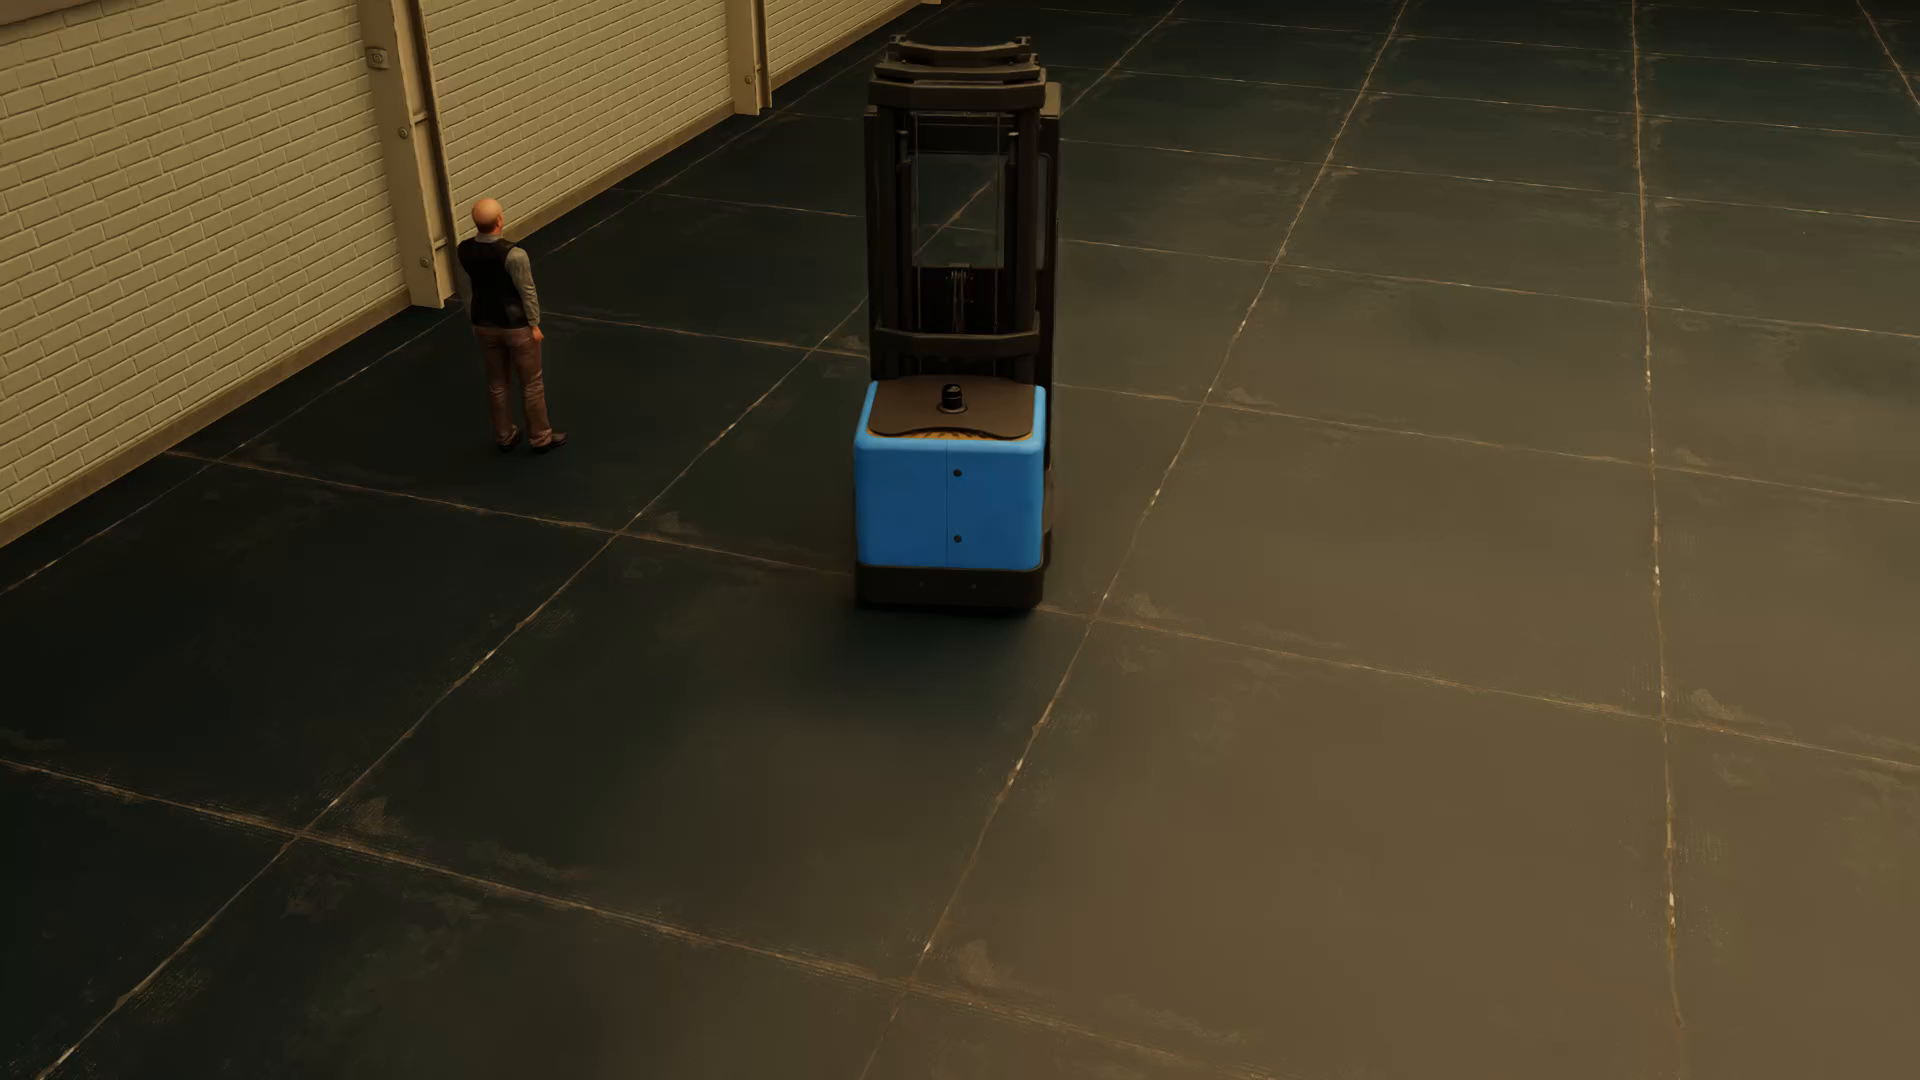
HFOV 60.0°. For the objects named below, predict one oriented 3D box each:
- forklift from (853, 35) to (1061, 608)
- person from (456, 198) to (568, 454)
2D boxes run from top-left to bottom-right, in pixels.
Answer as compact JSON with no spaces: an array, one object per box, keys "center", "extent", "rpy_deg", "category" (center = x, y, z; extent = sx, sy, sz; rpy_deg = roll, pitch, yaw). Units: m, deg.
[{"center":[0.025,-1.592,9.928],"extent":[1.130,2.935,3.031],"rpy_deg":[2,30,3],"category":"forklift"},{"center":[-2.940,-1.387,10.792],"extent":[0.525,1.724,0.375],"rpy_deg":[7,30,12],"category":"person"}]
